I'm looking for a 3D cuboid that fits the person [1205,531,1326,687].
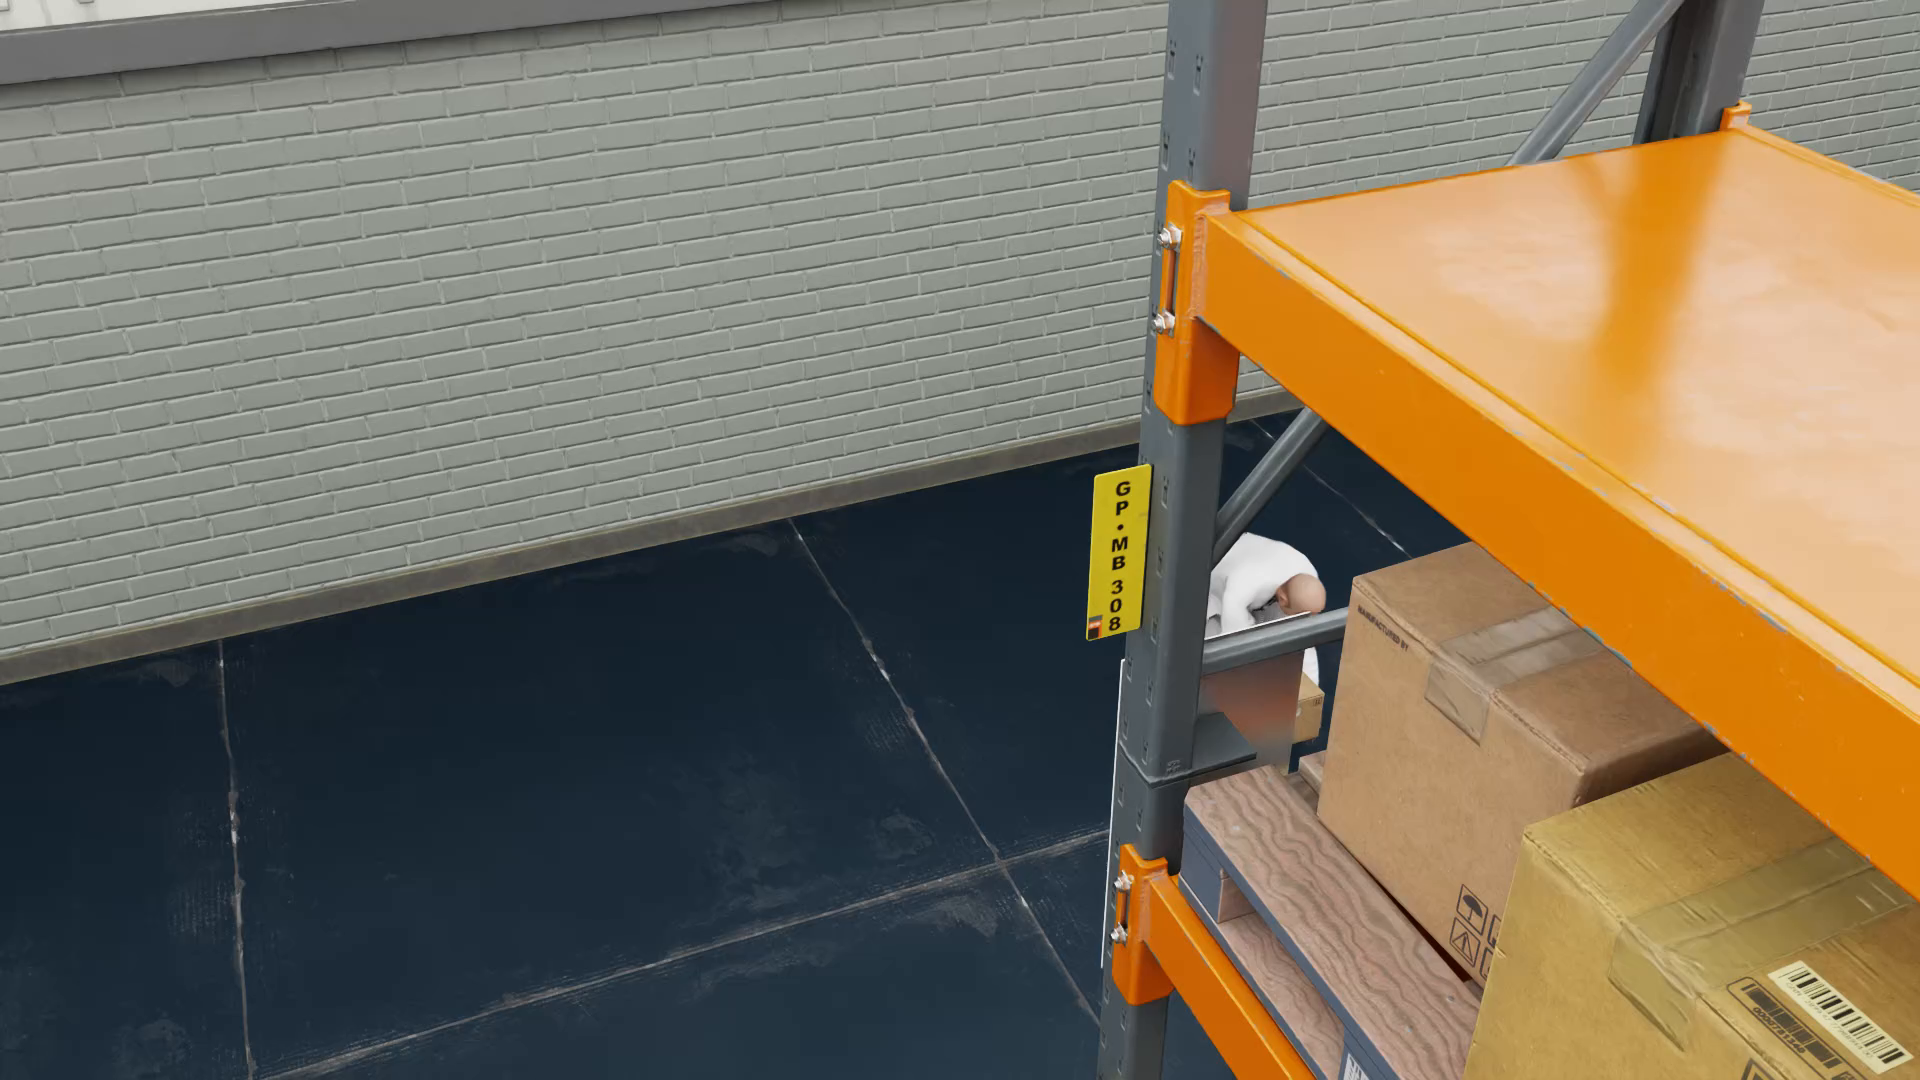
[{"bbox_3d":[1.314,0.413,7.620,0.587,1.003,0.940,-14,36,-20],"label":"person"}]
